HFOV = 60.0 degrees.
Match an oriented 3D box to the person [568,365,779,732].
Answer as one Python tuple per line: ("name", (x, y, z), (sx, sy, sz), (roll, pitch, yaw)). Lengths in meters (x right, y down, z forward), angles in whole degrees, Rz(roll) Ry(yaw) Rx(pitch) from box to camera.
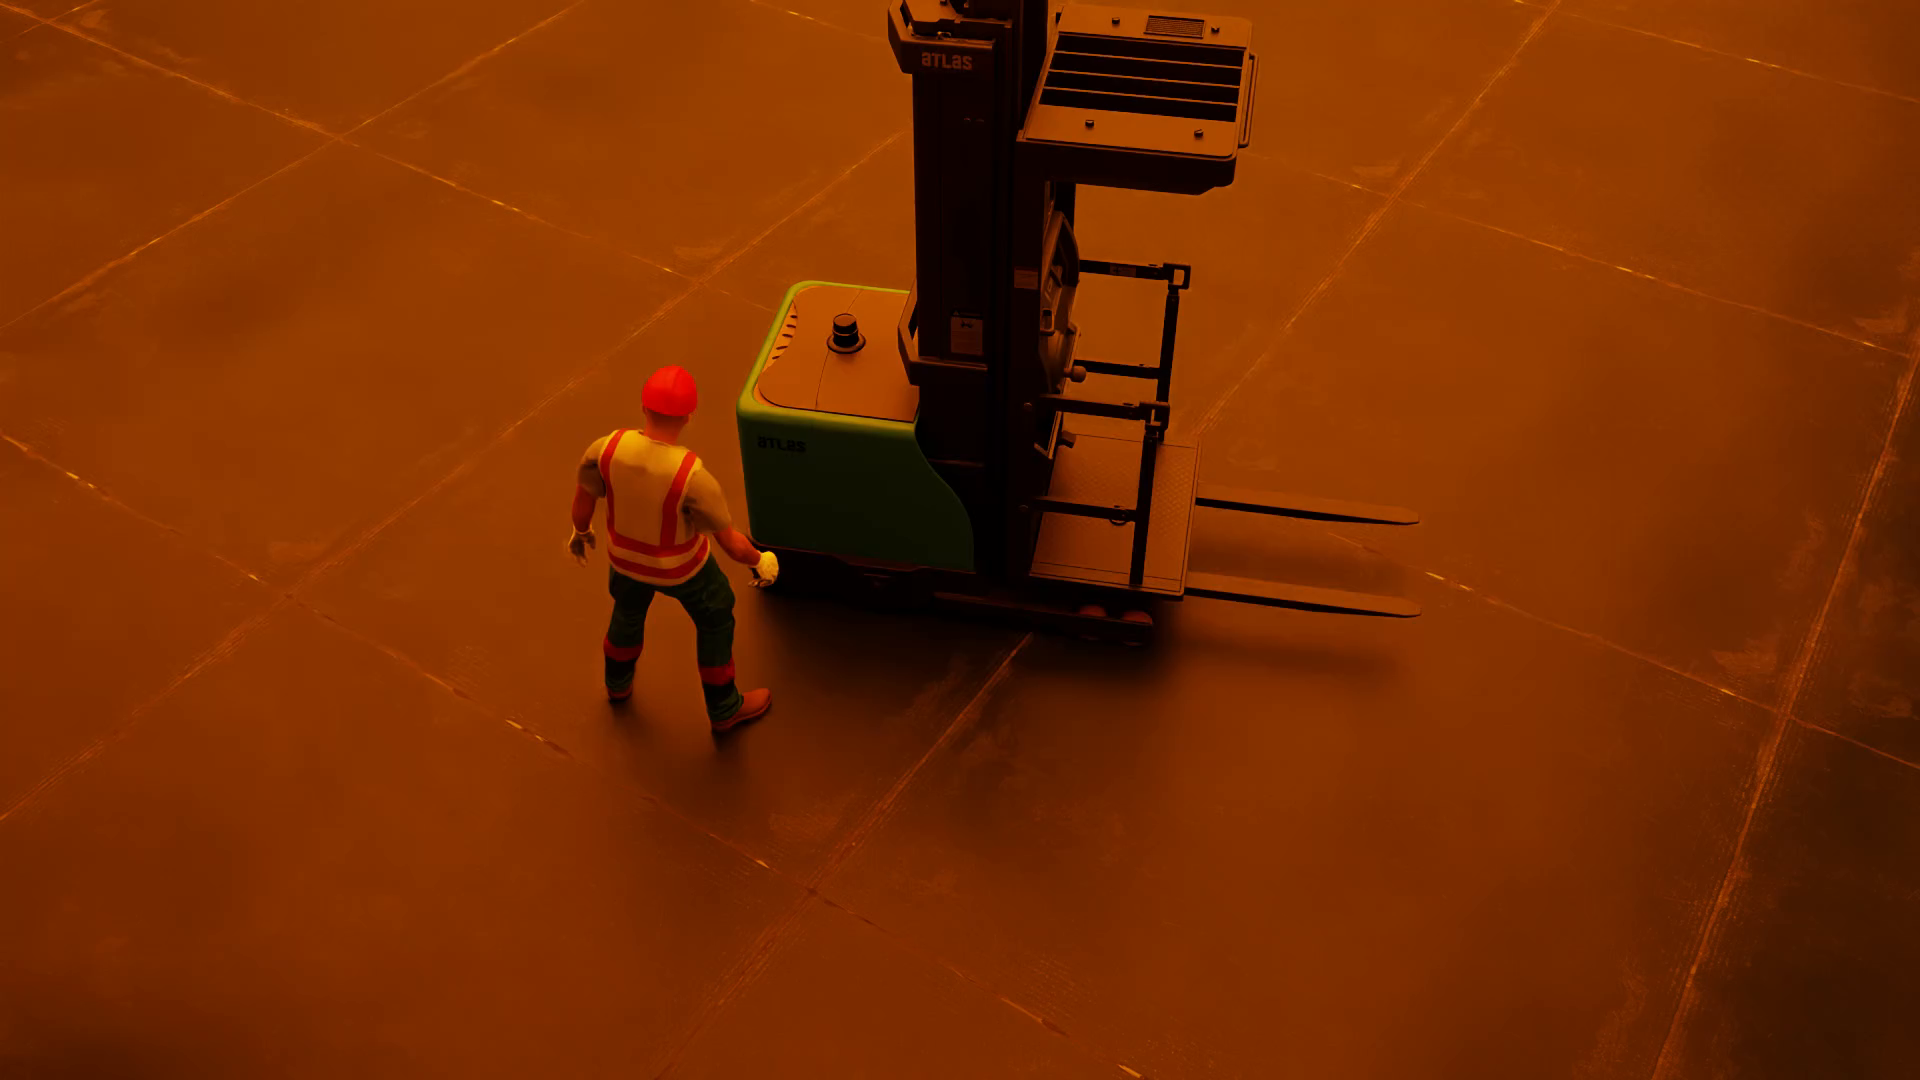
("person", (-1.165, 0.039, 6.665), (0.877, 1.752, 0.429), (14, 45, 14))

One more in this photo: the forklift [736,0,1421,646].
("forklift", (0.598, -0.987, 6.890), (3.031, 2.935, 1.130), (7, 44, 8))
